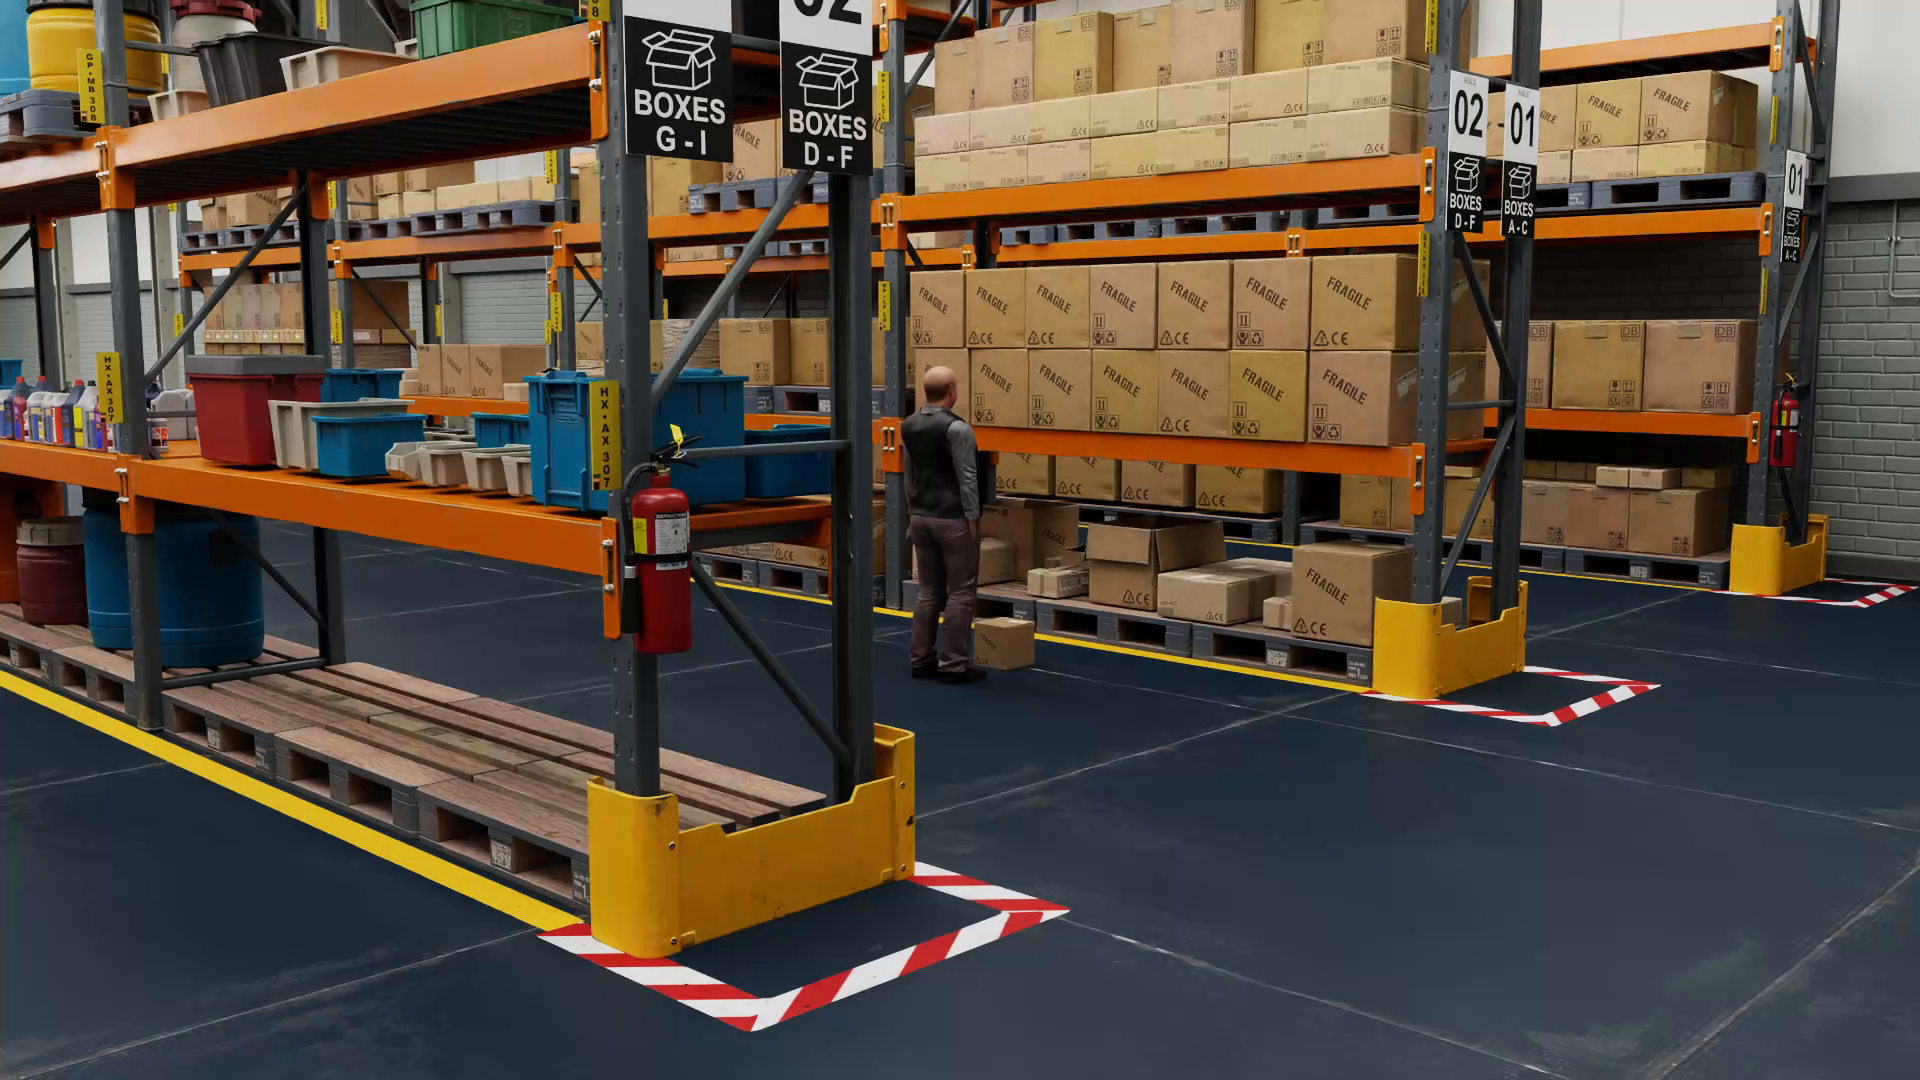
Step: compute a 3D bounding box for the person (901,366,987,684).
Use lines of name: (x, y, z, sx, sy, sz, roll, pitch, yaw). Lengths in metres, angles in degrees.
person: (-0.091, -0.090, 9.136, 0.360, 1.721, 0.533, -7, 10, -45)
